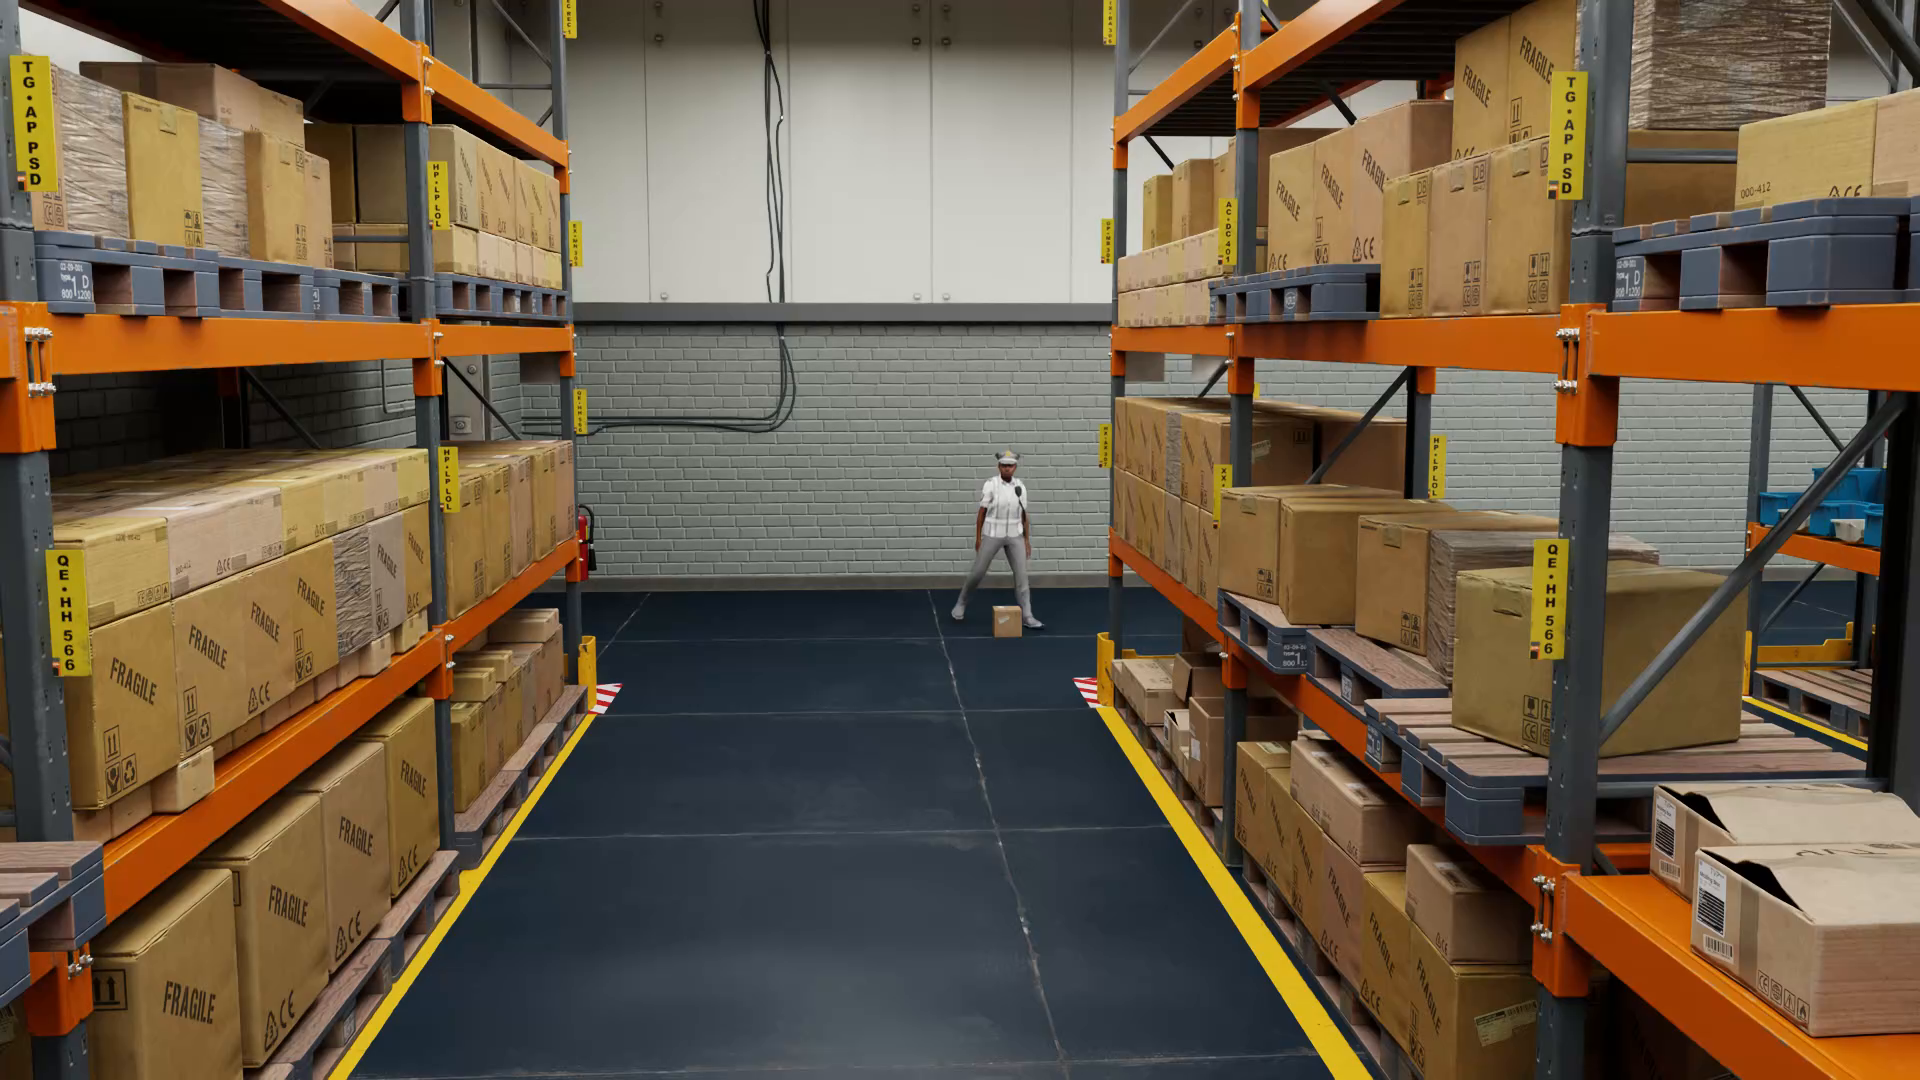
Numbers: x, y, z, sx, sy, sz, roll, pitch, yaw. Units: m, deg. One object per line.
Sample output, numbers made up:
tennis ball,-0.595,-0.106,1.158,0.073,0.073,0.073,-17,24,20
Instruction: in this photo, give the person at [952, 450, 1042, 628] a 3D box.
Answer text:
person,0.338,-0.024,15.793,0.763,1.671,0.724,-2,7,-13
